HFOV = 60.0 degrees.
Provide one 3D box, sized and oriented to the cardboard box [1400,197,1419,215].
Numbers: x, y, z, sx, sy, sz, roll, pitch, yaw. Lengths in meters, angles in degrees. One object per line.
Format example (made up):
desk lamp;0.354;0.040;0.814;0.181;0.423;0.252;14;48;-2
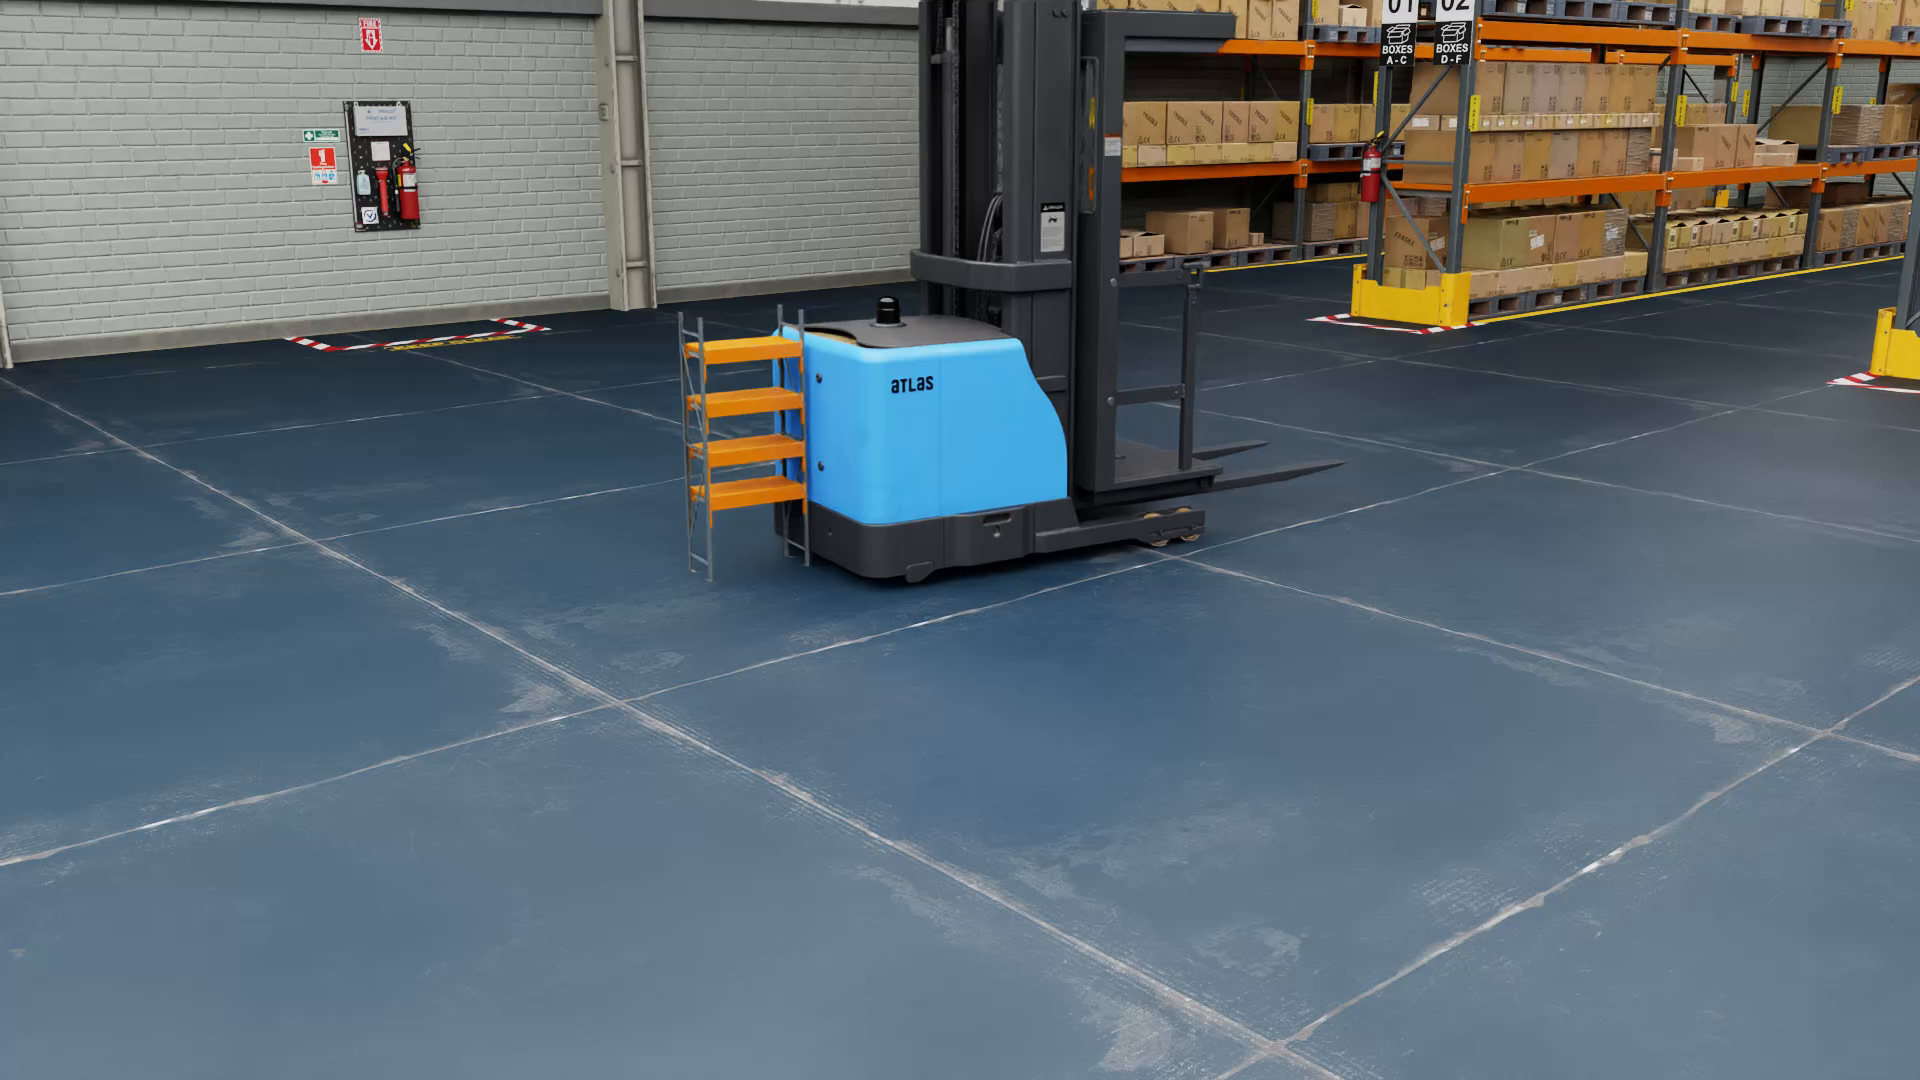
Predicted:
cardboard box;6.234;-4.752;24.217;0.500;0.500;0.700;-13;20;-39

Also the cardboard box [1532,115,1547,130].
cardboard box;5.643;-4.186;16.658;0.250;0.149;0.380;-14;20;-41

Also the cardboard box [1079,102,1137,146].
cardboard box;1.730;-4.910;19.618;0.500;0.500;0.500;-13;19;-39

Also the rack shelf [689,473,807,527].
rack shelf;-0.978;-0.187;7.655;0.480;0.148;0.258;-9;17;-31

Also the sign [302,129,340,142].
sign;-5.758;-3.646;14.992;0.331;0.109;0.001;-13;19;-39

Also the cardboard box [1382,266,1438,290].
cardboard box;4.638;-2.647;16.863;0.500;0.250;0.500;-13;19;-39

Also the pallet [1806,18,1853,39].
pallet;10.009;-6.205;20.222;1.003;0.211;1.213;-12;19;-37

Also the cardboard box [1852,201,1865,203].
cardboard box;12.178;-4.452;23.096;0.500;0.500;0.500;-12;19;-39

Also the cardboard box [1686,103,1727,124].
cardboard box;12.865;-7.355;29.392;0.700;0.700;0.980;-12;19;-37

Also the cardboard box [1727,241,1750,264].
cardboard box;9.072;-3.457;19.895;0.500;0.250;0.500;-12;19;-38

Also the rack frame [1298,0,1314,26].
rack frame;4.190;-8.164;21.377;0.127;3.000;1.000;-13;19;-39

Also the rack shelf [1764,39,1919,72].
rack shelf;11.971;-6.420;22.054;4.000;0.370;1.077;-13;19;-39

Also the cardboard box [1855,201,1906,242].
cardboard box;12.539;-4.356;22.736;0.500;0.500;0.500;-12;19;-39

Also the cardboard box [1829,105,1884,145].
cardboard box;11.679;-5.477;21.936;0.500;0.500;0.700;-9;17;-29

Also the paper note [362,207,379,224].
paper note;-5.461;-3.005;15.396;0.142;0.148;0.016;-13;19;-39

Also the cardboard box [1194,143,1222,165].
cardboard box;2.903;-4.807;20.687;0.500;0.250;0.500;-12;19;-39

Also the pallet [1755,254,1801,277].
pallet;9.816;-3.501;20.946;1.213;0.211;1.003;-13;19;-39

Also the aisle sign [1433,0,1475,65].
aisle sign;4.579;-4.810;15.406;0.004;0.787;0.394;-13;19;-39

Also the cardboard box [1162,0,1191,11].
cardboard box;2.407;-6.276;19.889;0.500;0.500;0.500;-12;19;-37

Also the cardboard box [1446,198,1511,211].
cardboard box;7.849;-5.207;25.282;0.750;0.750;0.750;-13;20;-40

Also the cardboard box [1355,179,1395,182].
cardboard box;5.843;-5.006;23.717;0.500;0.250;0.500;-13;20;-40

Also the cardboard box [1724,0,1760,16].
cardboard box;8.928;-6.194;19.289;0.500;0.250;0.500;14;20;42

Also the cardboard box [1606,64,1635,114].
cardboard box;6.734;-4.815;17.756;0.500;0.500;0.700;-13;20;-39

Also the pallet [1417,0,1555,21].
pallet;4.978;-5.146;16.060;1.213;0.211;1.003;-13;19;-39

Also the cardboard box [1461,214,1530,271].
cardboard box;5.354;-2.994;16.707;0.500;0.500;0.500;-13;19;-39

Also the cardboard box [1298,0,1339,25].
cardboard box;4.655;-7.043;21.986;0.500;0.500;0.500;-9;18;-32

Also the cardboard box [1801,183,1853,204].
cardboard box;11.823;-4.736;22.704;0.500;0.250;0.500;-13;20;-40

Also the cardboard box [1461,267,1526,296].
cardboard box;5.353;-2.632;16.805;0.500;0.250;0.500;-13;19;-39

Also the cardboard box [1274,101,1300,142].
cardboard box;4.037;-5.425;21.546;0.500;0.500;0.500;-13;20;-39

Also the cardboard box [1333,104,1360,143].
cardboard box;5.023;-5.700;22.729;0.500;0.500;0.700;-10;18;-34

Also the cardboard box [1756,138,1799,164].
cardboard box;10.159;-4.884;20.893;0.500;0.311;0.500;-11;19;-36

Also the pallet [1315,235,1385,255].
pallet;5.698;-4.259;23.784;1.213;0.211;1.003;-13;19;-39

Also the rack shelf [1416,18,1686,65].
rack shelf;5.936;-5.065;16.981;4.000;0.370;1.077;-13;19;-39

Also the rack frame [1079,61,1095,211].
rack frame;1.173;-4.588;19.615;0.127;3.000;1.000;-13;19;-39

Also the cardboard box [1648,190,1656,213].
cardboard box;11.627;-5.894;28.533;0.500;0.500;0.700;-12;19;-38

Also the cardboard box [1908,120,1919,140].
cardboard box;13.689;-5.840;24.108;0.500;0.500;0.500;-12;19;-38

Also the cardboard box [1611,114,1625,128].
cardboard box;6.799;-4.445;17.628;0.250;0.149;0.380;-13;20;-39

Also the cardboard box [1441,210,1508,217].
cardboard box;5.381;-3.182;17.412;0.500;0.500;0.500;-13;19;-39

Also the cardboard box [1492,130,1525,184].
cardboard box;5.181;-3.839;16.617;0.500;0.500;0.700;-12;19;-38

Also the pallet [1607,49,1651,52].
pallet;10.850;-8.164;27.361;1.213;0.211;1.003;-13;19;-39

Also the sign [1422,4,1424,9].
sign;6.850;-7.790;24.634;0.005;0.325;0.100;-13;19;-39

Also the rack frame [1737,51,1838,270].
rack frame;10.463;-4.980;21.080;0.127;3.000;1.000;-13;19;-39

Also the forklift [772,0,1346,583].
forklift;0.618;-1.487;8.139;3.031;2.935;1.130;-9;17;-31

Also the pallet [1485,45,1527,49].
pallet;7.659;-7.421;24.773;1.003;0.211;1.213;-12;19;-37

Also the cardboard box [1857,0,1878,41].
cardboard box;11.154;-6.644;21.305;0.500;0.500;0.910;-13;19;-39

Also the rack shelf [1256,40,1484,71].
rack shelf;5.699;-6.706;23.126;4.000;0.370;1.077;-13;19;-39

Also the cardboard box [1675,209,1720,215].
cardboard box;9.098;-3.917;20.529;0.500;0.311;0.500;-13;20;-41

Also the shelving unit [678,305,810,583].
shelving unit;-0.978;-0.444;7.586;0.503;1.200;0.258;-9;17;-31

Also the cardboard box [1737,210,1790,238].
cardboard box;9.841;-3.899;20.462;0.500;0.311;0.500;-13;20;-40

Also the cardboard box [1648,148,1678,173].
cardboard box;7.788;-4.322;18.907;0.500;0.250;0.500;-11;19;-36
